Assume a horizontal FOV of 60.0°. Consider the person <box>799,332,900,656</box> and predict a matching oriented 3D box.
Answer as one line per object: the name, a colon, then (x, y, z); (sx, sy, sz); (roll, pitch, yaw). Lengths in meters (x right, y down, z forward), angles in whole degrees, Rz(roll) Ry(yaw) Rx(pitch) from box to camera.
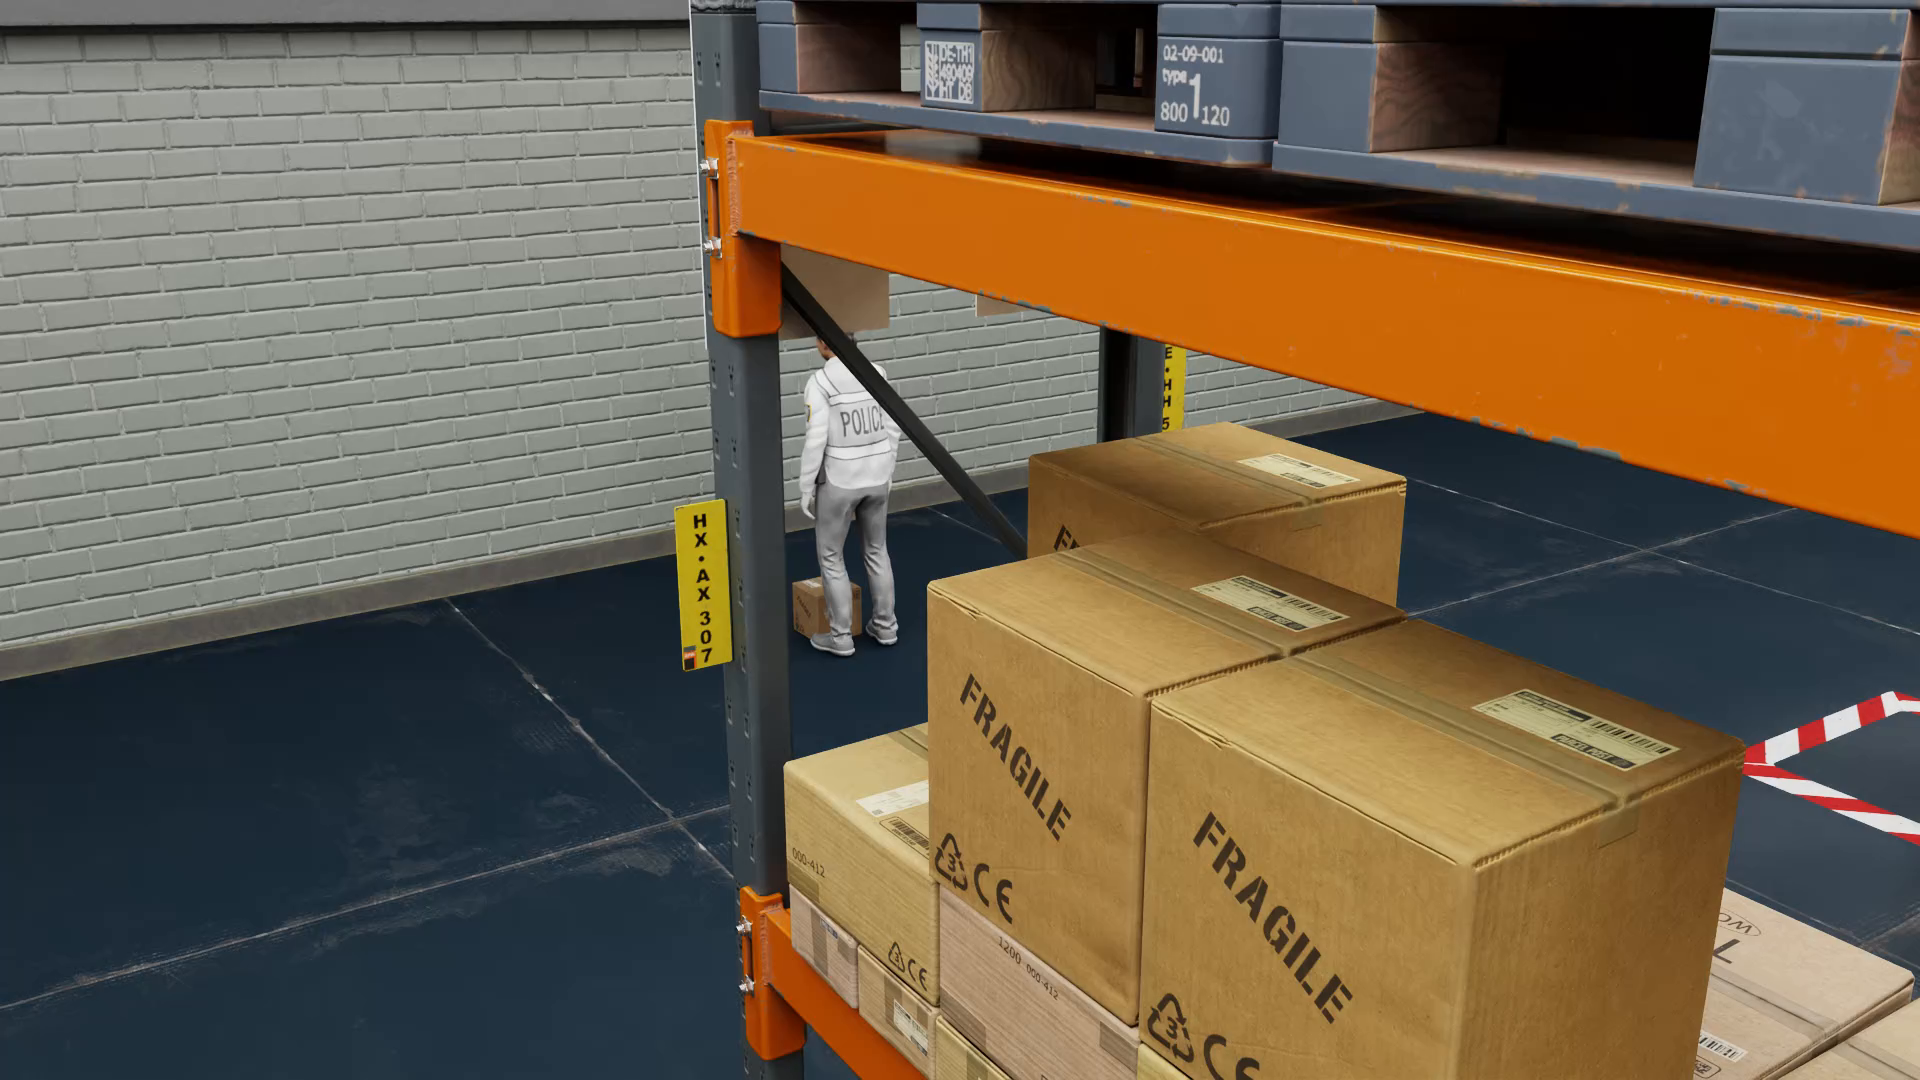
person: (-0.525, -0.267, 7.863); (0.540, 1.662, 0.374); (-13, 22, -35)
